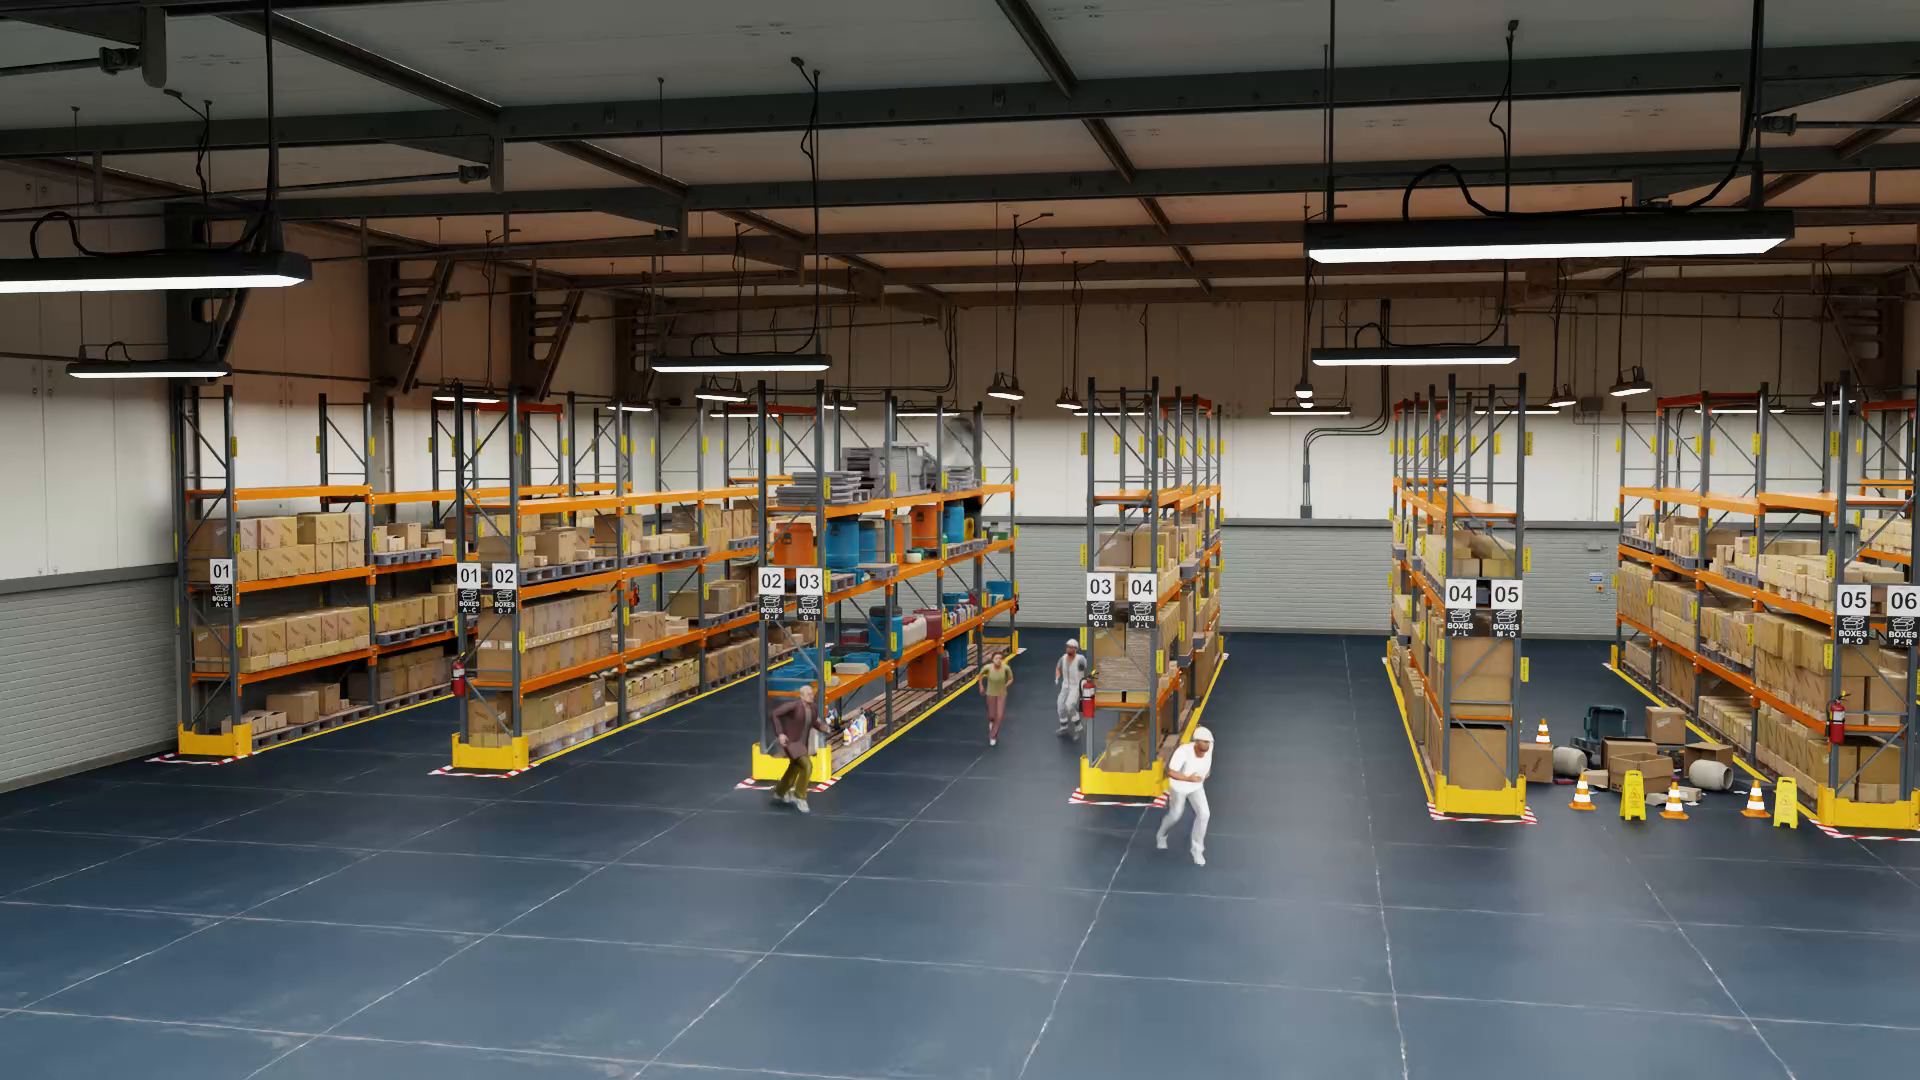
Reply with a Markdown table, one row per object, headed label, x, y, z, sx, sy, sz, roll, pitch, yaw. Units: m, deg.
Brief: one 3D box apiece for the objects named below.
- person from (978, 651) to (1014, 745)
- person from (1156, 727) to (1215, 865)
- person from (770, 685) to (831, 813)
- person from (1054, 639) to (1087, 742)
| label | x | y | z | sx | sy | sz | roll | pitch | yaw |
| --- | --- | --- | --- | --- | --- | --- | --- | --- | --- |
| person | 0.607 | 2.650 | 28.085 | 0.572 | 1.599 | 0.690 | 0 | 3 | -8 |
| person | 2.744 | 3.068 | 20.185 | 0.747 | 1.714 | 1.031 | -2 | 4 | -30 |
| person | -2.269 | 2.869 | 22.987 | 0.982 | 1.764 | 0.745 | 2 | 4 | 36 |
| person | 1.904 | 2.550 | 28.455 | 0.829 | 1.730 | 0.684 | 2 | 4 | 35 |
